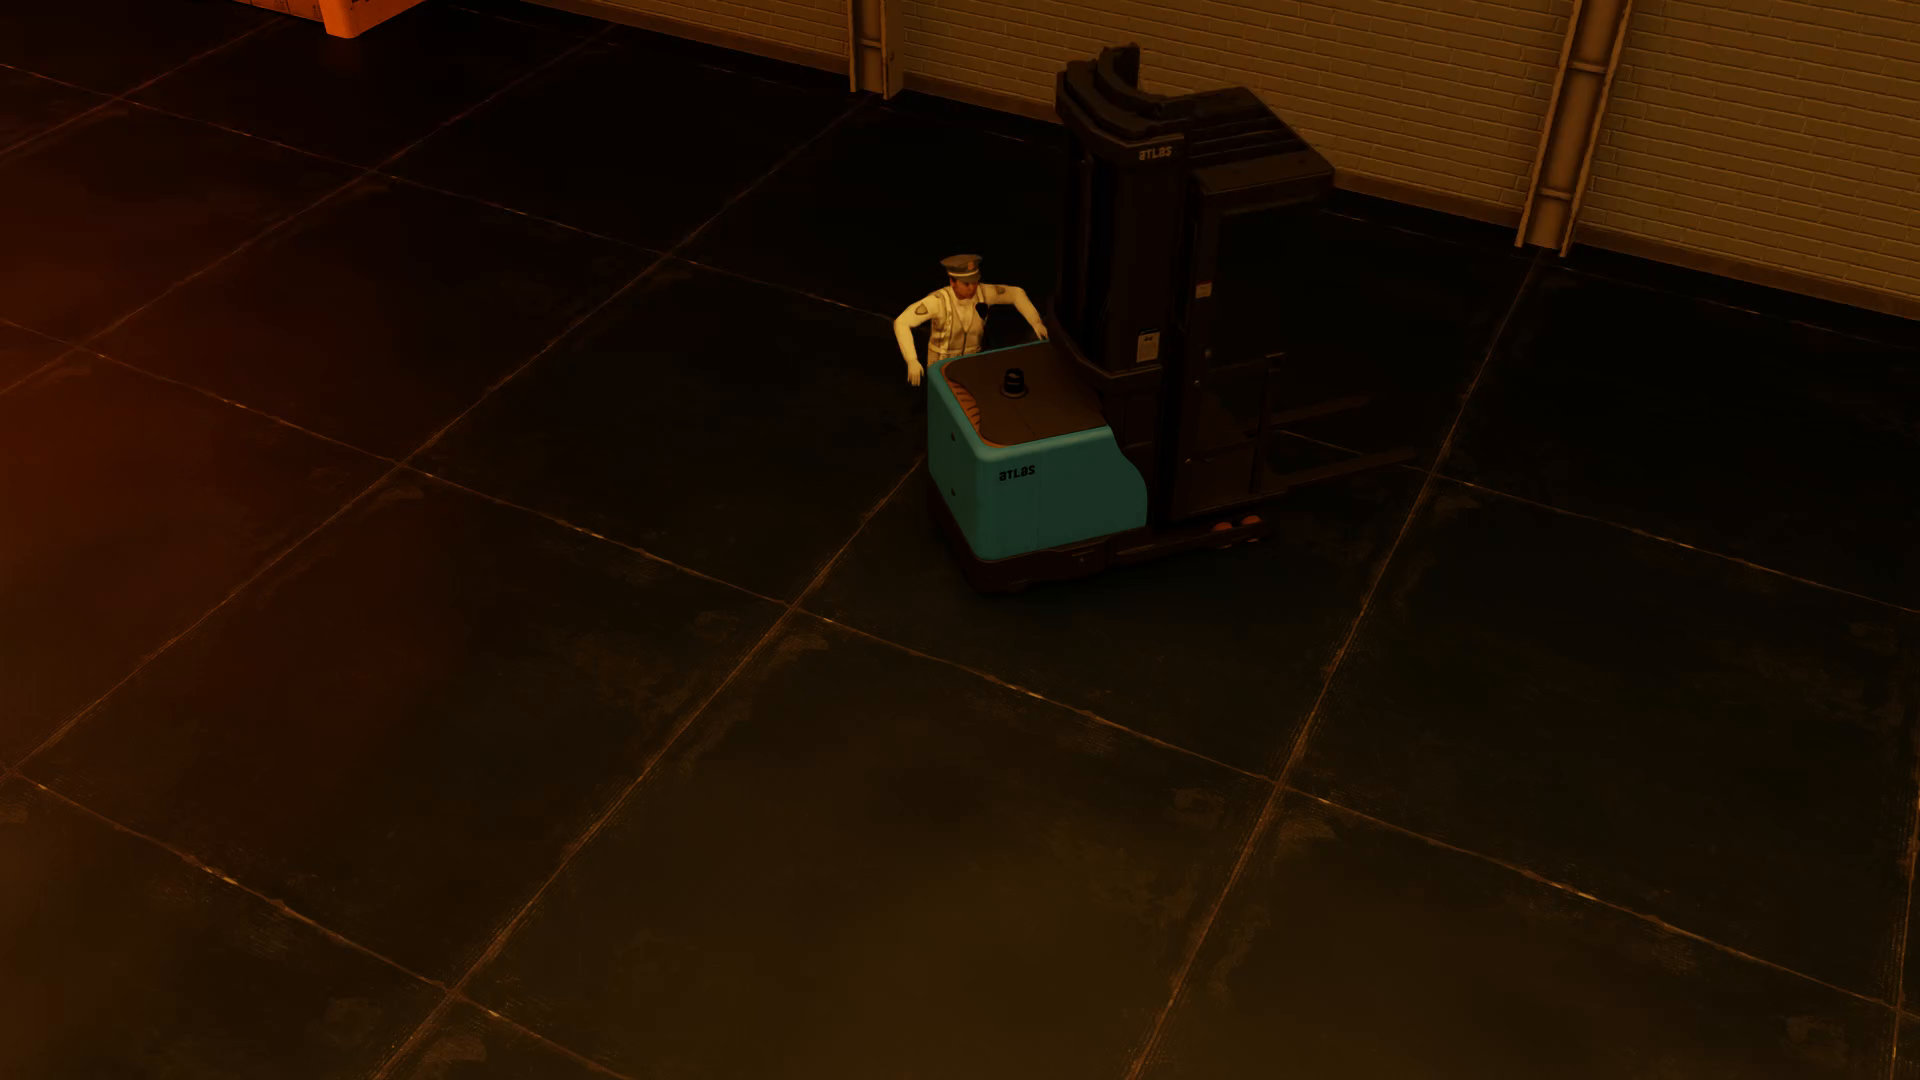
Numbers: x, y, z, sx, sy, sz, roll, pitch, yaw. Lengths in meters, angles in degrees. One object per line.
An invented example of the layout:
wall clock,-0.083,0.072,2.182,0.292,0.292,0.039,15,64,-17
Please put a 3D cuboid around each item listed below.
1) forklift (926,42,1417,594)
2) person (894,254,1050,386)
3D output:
forklift,1.364,-1.376,9.620,3.031,2.935,1.130,-13,42,-15
person,0.125,-1.043,10.257,0.991,1.454,0.767,-18,43,-20
